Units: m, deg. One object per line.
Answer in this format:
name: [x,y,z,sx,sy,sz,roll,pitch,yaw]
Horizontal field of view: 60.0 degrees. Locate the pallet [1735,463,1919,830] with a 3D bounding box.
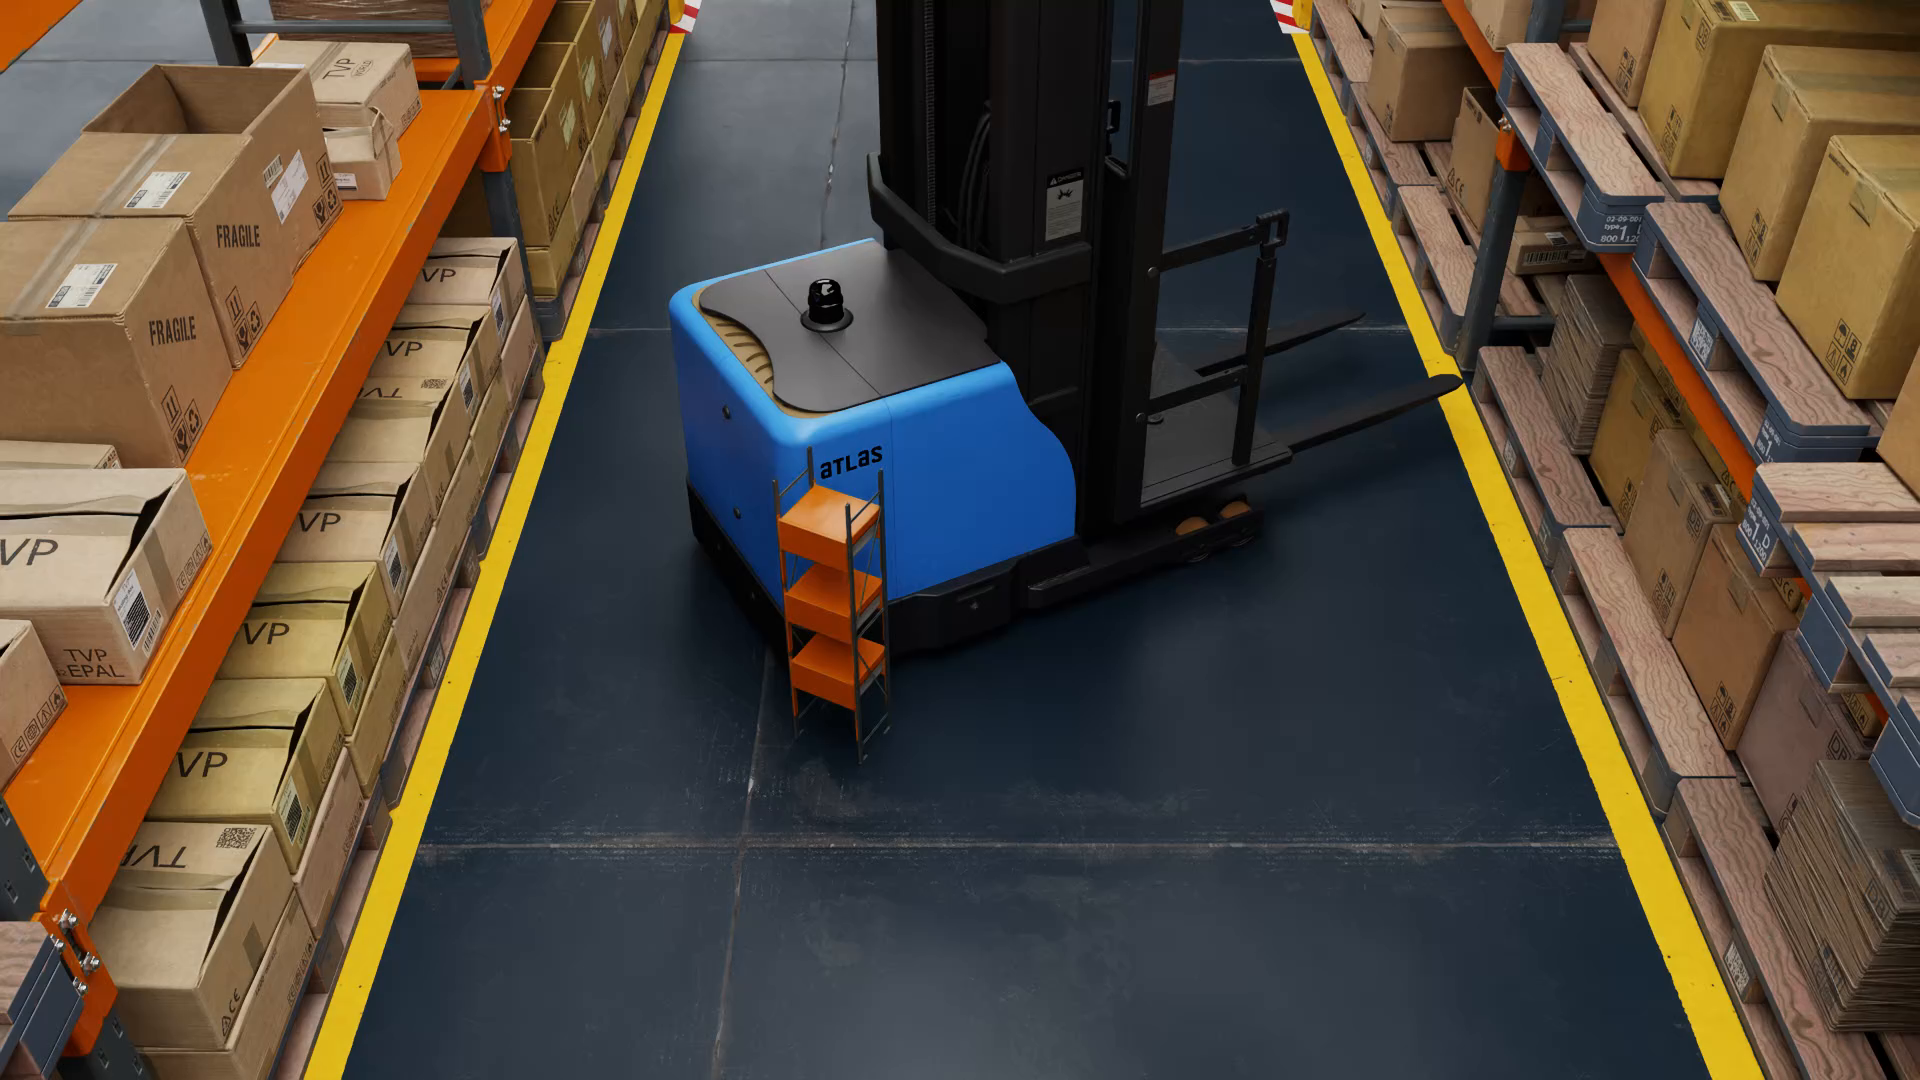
pallet: [2.550,0.204,3.750,1.213,0.211,1.003,0,39,0]

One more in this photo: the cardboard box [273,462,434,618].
cardboard box: [-2.012,-0.026,5.298,0.500,0.311,0.500,0,39,-1]

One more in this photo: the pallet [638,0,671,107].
pallet: [-2.263,-2.856,9.645,1.003,0.211,1.213,0,39,0]

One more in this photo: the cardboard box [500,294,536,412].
cardboard box: [-2.010,-0.752,6.653,0.500,0.250,0.500,0,39,0]

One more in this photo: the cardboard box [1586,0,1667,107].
cardboard box: [2.620,-1.819,5.689,0.700,0.500,0.500,0,39,0]

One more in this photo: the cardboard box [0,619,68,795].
cardboard box: [-2.253,0.388,3.438,0.500,0.311,0.500,2,39,3]

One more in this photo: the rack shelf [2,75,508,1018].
rack shelf: [-2.298,-0.389,4.912,1.077,0.370,4.000,0,39,0]

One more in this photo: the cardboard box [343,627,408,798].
cardboard box: [-2.011,0.523,5.062,0.500,0.250,0.500,-1,39,-1]

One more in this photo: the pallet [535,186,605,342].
pallet: [-2.260,-1.330,7.741,1.003,0.211,1.213,0,39,0]

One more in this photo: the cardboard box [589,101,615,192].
cardboard box: [-1.989,-1.927,8.119,0.500,0.250,0.500,0,39,0]

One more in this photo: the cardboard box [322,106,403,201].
cardboard box: [-2.116,-1.319,5.604,0.396,0.266,0.258,-1,39,-1]

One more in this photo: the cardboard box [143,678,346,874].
cardboard box: [-2.012,0.615,4.499,0.500,0.311,0.500,-1,39,-1]

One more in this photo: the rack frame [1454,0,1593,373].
rack frame: [2.653,-1.927,6.255,1.000,3.000,0.127,0,39,0]

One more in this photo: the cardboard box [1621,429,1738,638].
cardboard box: [2.681,-0.020,5.524,0.700,0.500,0.500,0,39,0]

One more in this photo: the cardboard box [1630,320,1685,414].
cardboard box: [2.674,-0.680,5.747,0.500,0.250,0.500,-1,39,-1]

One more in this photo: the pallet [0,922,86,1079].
pallet: [-2.225,1.079,2.658,1.213,0.211,1.003,0,39,0]

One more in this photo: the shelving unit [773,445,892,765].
shelving unit: [-0.382,0.222,5.134,0.252,1.050,0.215,19,42,22]

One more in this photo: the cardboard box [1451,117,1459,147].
cardboard box: [2.671,-1.986,8.258,0.380,0.149,0.250,-3,39,-4]

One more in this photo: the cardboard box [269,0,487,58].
cardboard box: [-2.308,-2.237,6.563,0.700,0.500,0.500,-1,39,-1]

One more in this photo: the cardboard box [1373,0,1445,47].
cardboard box: [2.560,-2.761,9.095,0.500,0.311,0.500,3,39,4]

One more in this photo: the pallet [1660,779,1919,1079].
pallet: [2.658,1.174,4.616,1.003,0.211,1.213,0,39,0]

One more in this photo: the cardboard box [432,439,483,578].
cardboard box: [-2.010,-0.116,5.859,0.500,0.250,0.500,1,39,1]

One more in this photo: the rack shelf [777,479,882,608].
rack shelf: [-0.382,0.008,4.963,0.240,0.259,0.215,19,42,22]

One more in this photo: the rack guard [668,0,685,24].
rack guard: [-2.305,-3.462,10.170,1.175,0.500,0.348,0,39,0]

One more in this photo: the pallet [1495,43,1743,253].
pallet: [2.508,-1.374,5.719,1.003,0.211,1.213,0,39,0]

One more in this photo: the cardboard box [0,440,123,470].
cardboard box: [-2.354,-0.119,4.200,0.380,0.149,0.250,3,39,3]

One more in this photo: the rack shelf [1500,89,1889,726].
rack shelf: [2.655,-0.395,4.920,1.077,0.370,4.000,0,39,0]

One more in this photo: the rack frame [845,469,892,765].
rack frame: [-0.274,0.258,5.089,0.008,1.050,0.200,19,42,22]

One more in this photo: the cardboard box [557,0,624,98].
cardboard box: [-1.992,-2.532,8.275,0.500,0.500,0.500,0,39,0]

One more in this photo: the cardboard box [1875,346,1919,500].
cardboard box: [2.619,-0.279,3.768,0.700,0.500,0.500,-3,39,-4]

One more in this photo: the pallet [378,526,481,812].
pallet: [-2.257,0.393,5.591,1.003,0.211,1.213,0,39,0]

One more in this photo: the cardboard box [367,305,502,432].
cardboard box: [-2.007,-0.652,6.079,0.500,0.311,0.500,1,39,1]

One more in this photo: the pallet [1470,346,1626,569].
pallet: [2.655,-0.352,6.520,1.003,0.211,1.213,0,39,0]

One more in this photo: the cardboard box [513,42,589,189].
cardboard box: [-1.997,-1.907,7.494,0.500,0.500,0.500,0,39,0]

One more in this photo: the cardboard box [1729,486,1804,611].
cardboard box: [2.661,-0.042,4.952,0.500,0.250,0.500,0,39,0]

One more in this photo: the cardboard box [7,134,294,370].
cardboard box: [-2.315,-0.837,4.816,0.500,0.500,0.500,0,39,0]

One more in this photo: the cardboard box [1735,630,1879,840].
cardboard box: [2.720,0.606,4.742,0.700,0.500,0.500,0,39,0]

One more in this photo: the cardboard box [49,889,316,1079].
cardboard box: [-2.003,1.162,4.264,0.500,0.250,0.500,0,39,0]

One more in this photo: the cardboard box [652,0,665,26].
cardboard box: [-2.009,-3.178,9.680,0.500,0.250,0.500,0,39,0]

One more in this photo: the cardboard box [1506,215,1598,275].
cardboard box: [2.622,-1.327,7.421,0.380,0.166,0.250,-5,39,-6]

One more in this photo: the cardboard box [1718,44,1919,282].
cardboard box: [2.645,-1.058,4.740,0.700,0.500,0.500,5,39,6]

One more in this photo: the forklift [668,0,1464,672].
forklift: [0.546,-1.332,5.569,3.031,2.935,1.130,-19,42,-22]

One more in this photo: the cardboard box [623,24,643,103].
cardboard box: [-1.994,-2.553,8.899,0.500,0.250,0.500,0,39,0]

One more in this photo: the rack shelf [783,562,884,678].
rack shelf: [-0.382,0.230,5.141,0.240,0.259,0.215,19,42,22]

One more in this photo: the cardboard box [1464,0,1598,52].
cardboard box: [2.349,-2.172,6.665,0.500,0.250,0.500,0,39,0]

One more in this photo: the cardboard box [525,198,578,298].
cardboard box: [-1.998,-1.302,7.339,0.500,0.250,0.500,0,39,0]

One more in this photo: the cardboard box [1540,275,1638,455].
cardboard box: [2.670,-0.663,6.325,0.700,0.500,0.500,1,39,1]
